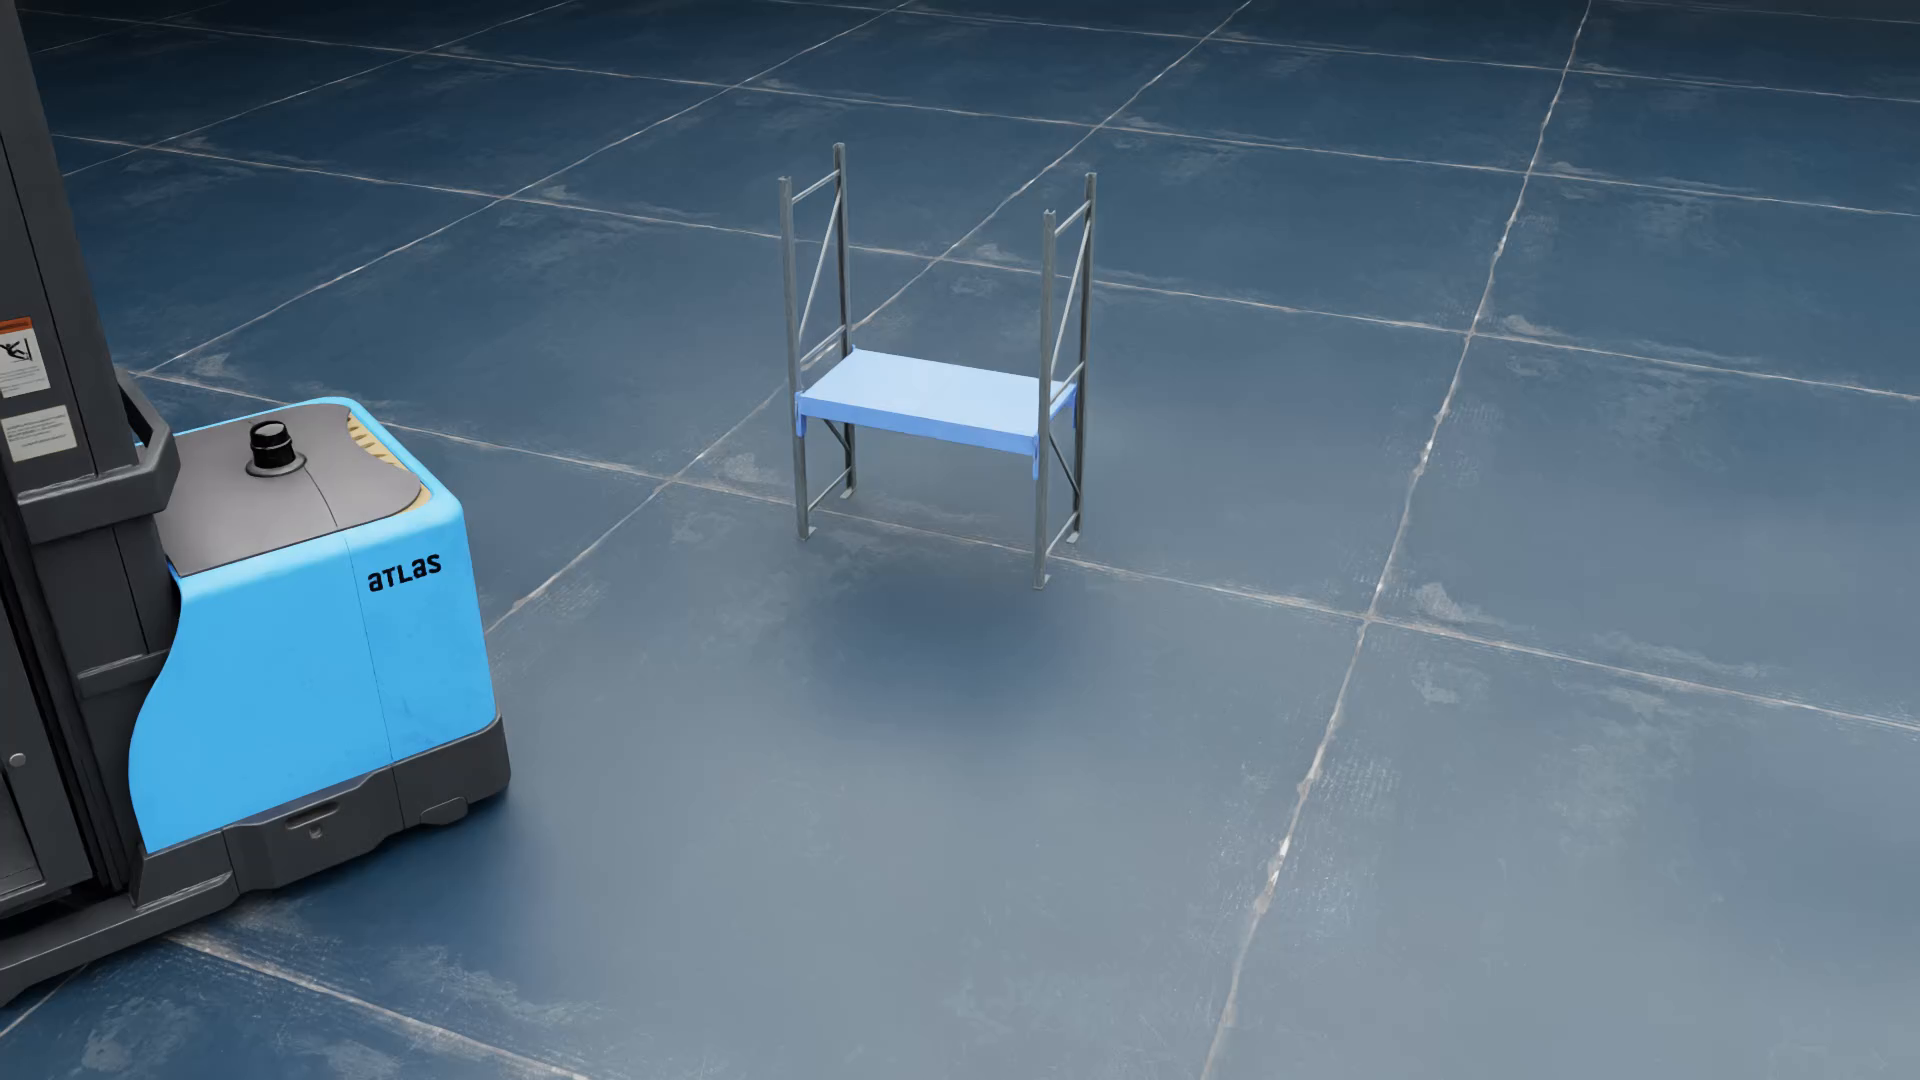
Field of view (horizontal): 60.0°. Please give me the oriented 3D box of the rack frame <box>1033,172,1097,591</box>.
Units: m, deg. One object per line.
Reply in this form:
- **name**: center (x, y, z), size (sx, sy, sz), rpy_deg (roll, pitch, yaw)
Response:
- **rack frame**: center (0.392, -0.575, 6.242), size (0.032, 1.500, 0.500), rpy_deg (11, 31, 19)

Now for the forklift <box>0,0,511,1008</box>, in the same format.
- **forklift**: center (-2.908, -0.207, 4.137), size (3.031, 2.935, 1.130), rpy_deg (-20, 35, -31)

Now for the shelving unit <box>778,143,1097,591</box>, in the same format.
- **shelving unit**: center (-0.079, -0.669, 6.409), size (1.048, 1.500, 0.538), rpy_deg (11, 31, 19)

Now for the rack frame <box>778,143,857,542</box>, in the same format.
- **rack frame**: center (-0.550, -0.763, 6.575), size (0.032, 1.500, 0.500), rpy_deg (11, 31, 19)

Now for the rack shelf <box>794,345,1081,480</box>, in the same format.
- **rack shelf**: center (-0.079, -0.512, 6.497), size (1.000, 0.185, 0.538), rpy_deg (11, 31, 19)
